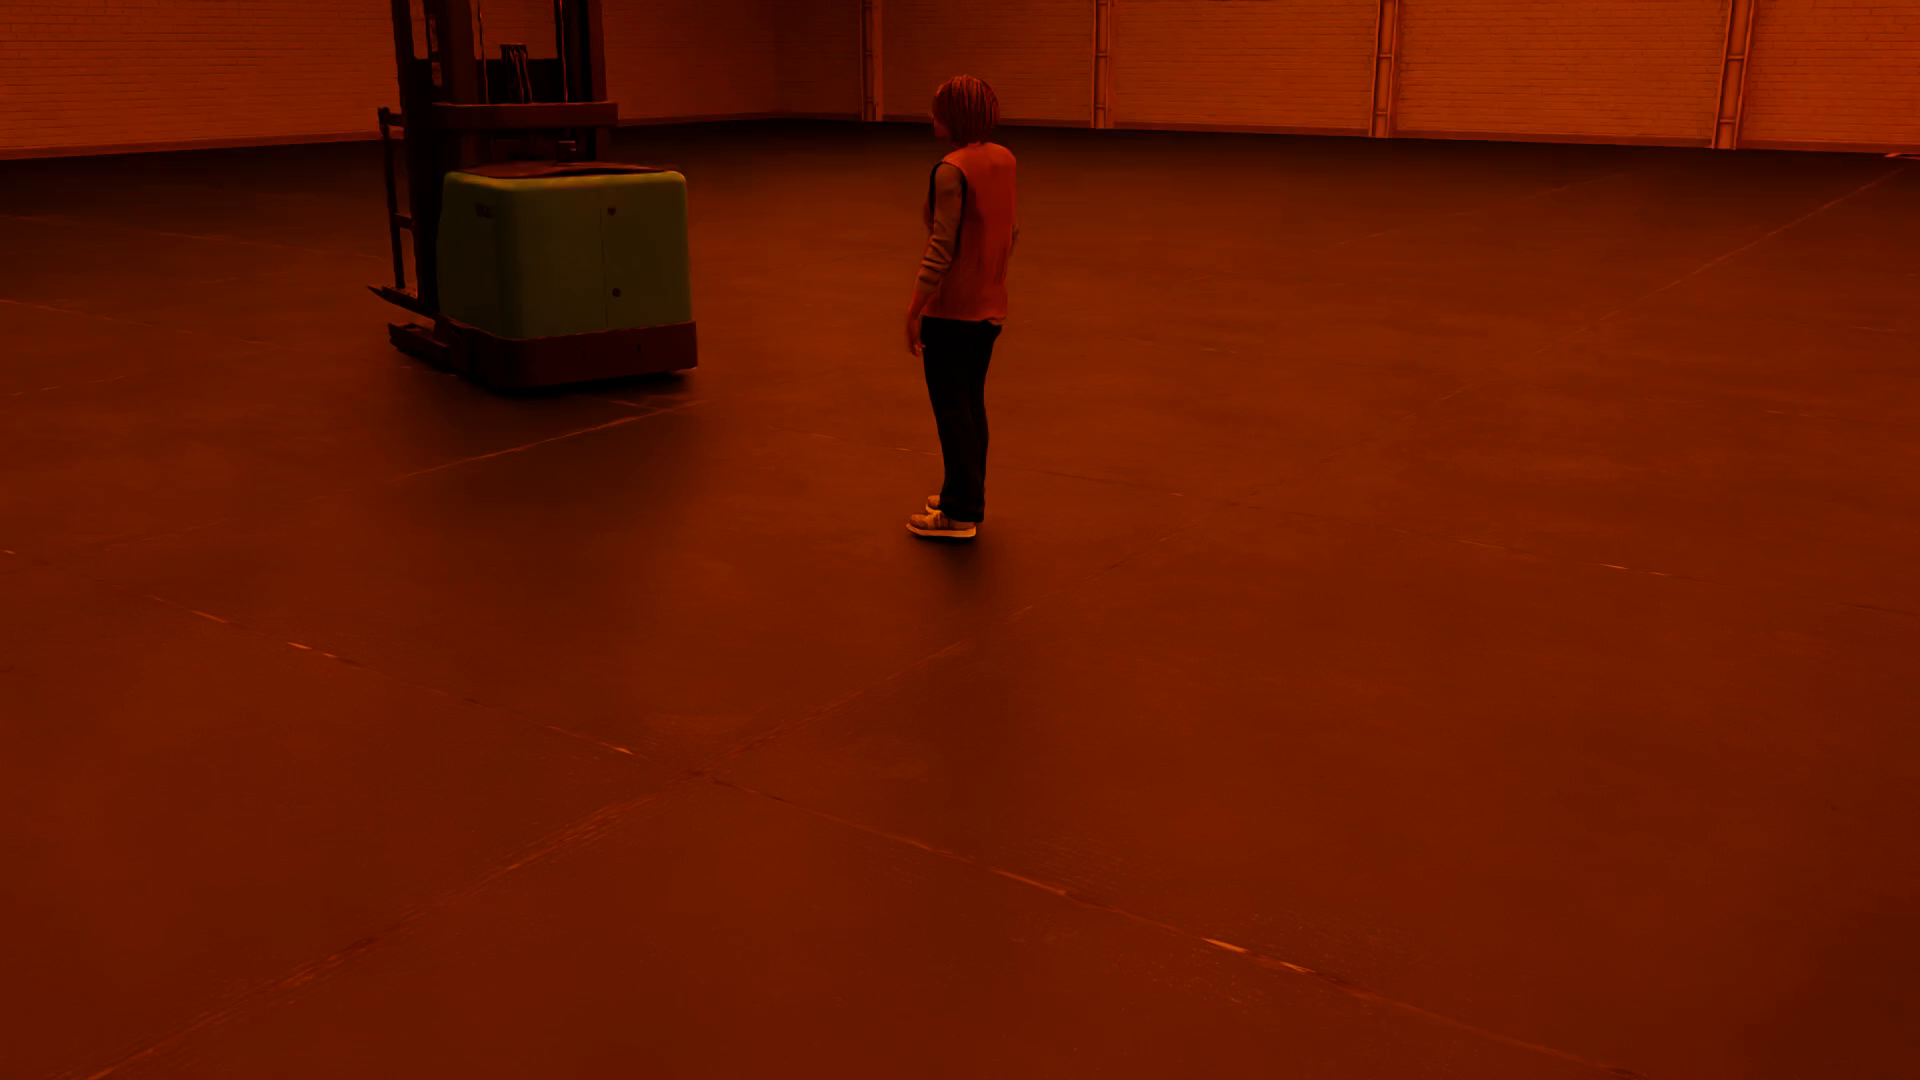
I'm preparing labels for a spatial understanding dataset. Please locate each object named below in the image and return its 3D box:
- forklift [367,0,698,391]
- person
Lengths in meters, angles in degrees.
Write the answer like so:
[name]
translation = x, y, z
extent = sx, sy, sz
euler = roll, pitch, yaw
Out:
[forklift]
translation = -2.637, -2.515, 9.243
extent = 1.130, 2.935, 3.031
euler = -11, 20, -33
[person]
translation = 0.023, -1.090, 5.613
extent = 0.256, 0.914, 0.502
euler = 11, 20, 33
